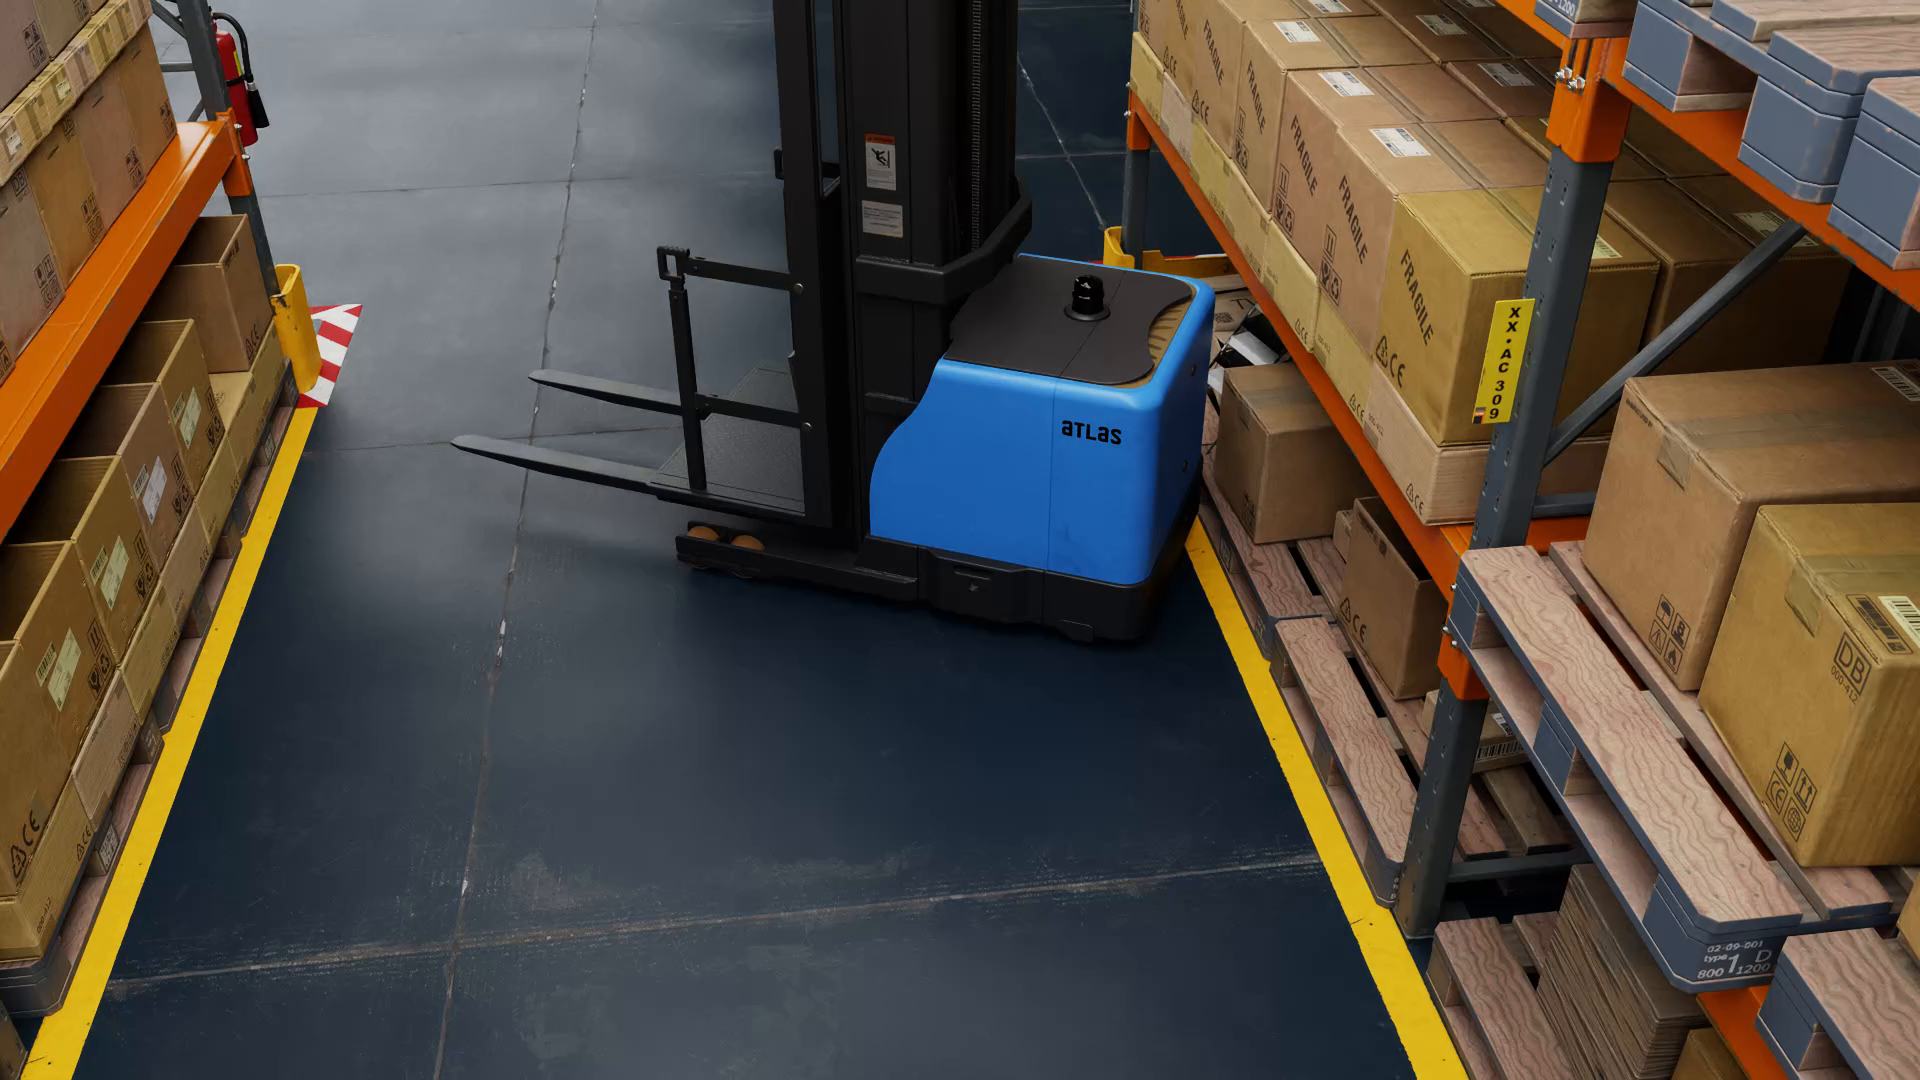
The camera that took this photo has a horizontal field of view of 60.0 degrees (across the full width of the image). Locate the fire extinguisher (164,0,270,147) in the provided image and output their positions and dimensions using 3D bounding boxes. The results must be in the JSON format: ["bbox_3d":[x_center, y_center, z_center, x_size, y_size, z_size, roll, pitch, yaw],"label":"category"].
[{"bbox_3d":[-3.178,-2.031,7.135,0.296,0.674,0.183,-4,35,-6],"label":"fire extinguisher"}]

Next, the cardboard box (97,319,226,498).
[{"bbox_3d":[-3.106,-0.475,6.187,0.500,0.500,0.500,-4,35,-6],"label":"cardboard box"}]

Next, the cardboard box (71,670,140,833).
[{"bbox_3d":[-2.908,0.672,5.169,0.500,0.250,0.500,-4,35,-6],"label":"cardboard box"}]

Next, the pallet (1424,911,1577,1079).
[{"bbox_3d":[1.930,1.480,4.391,1.003,0.211,1.213,-4,35,-6],"label":"pallet"}]

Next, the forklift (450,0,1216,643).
[{"bbox_3d":[-0.594,-1.328,6.096,3.031,2.935,1.130,11,36,16],"label":"forklift"}]

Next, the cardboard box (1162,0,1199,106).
[{"bbox_3d":[1.109,-2.029,6.514,0.500,0.500,0.500,-4,35,-6],"label":"cardboard box"}]

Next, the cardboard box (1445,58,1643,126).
[{"bbox_3d":[1.840,-1.209,5.309,0.500,0.500,0.500,-3,34,-5],"label":"cardboard box"}]

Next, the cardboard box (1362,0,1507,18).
[{"bbox_3d":[1.692,-1.778,6.146,0.500,0.500,0.500,-5,35,-8],"label":"cardboard box"}]

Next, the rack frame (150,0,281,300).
[{"bbox_3d":[-3.622,-1.962,6.965,1.000,3.000,0.127,-4,35,-6],"label":"rack frame"}]

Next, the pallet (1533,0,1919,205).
[{"bbox_3d":[1.801,-0.916,2.934,1.213,0.211,1.003,-4,35,-6],"label":"pallet"}]

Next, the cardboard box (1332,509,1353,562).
[{"bbox_3d":[1.629,-0.005,6.234,0.380,0.149,0.250,-7,35,-10],"label":"cardboard box"}]

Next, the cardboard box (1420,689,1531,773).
[{"bbox_3d":[1.722,0.586,5.352,0.380,0.166,0.250,-9,35,-13],"label":"cardboard box"}]

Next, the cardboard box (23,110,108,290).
[{"bbox_3d":[-3.436,-1.171,5.717,0.700,0.500,0.500,-4,34,-6],"label":"cardboard box"}]

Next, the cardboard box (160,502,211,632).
[{"bbox_3d":[-3.044,0.114,5.988,0.500,0.250,0.500,-4,35,-6],"label":"cardboard box"}]

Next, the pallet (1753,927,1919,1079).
[{"bbox_3d":[2.055,1.103,2.638,1.003,0.211,1.213,-4,35,-6],"label":"pallet"}]

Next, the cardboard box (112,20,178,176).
[{"bbox_3d":[-3.572,-1.742,6.553,0.700,0.500,0.500,-4,35,-6],"label":"cardboard box"}]

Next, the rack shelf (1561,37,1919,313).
[{"bbox_3d":[2.093,0.067,1.963,1.077,0.370,4.000,-4,35,-6],"label":"rack shelf"}]

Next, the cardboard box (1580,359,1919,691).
[{"bbox_3d":[1.859,-0.043,3.671,0.700,0.500,0.500,-4,35,-6],"label":"cardboard box"}]

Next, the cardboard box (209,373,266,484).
[{"bbox_3d":[-3.178,-0.444,6.807,0.500,0.250,0.500,-4,35,-6],"label":"cardboard box"}]

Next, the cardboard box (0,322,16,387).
[{"bbox_3d":[-3.291,-0.592,4.867,0.700,0.500,0.500,-4,34,-6],"label":"cardboard box"}]

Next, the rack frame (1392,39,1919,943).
[{"bbox_3d":[1.824,-0.107,4.243,1.000,3.000,0.127,-4,35,-6],"label":"rack frame"}]

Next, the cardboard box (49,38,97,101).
[{"bbox_3d":[-3.279,-1.643,5.833,0.380,0.149,0.250,-4,34,-6],"label":"cardboard box"}]

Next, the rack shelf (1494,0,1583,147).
[{"bbox_3d":[1.555,-2.165,5.239,1.077,0.370,4.000,-4,35,-6],"label":"rack shelf"}]

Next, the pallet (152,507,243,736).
[{"bbox_3d":[-3.317,0.293,6.132,1.003,0.211,1.213,-4,35,-6],"label":"pallet"}]

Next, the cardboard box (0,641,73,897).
[{"bbox_3d":[-2.836,0.641,4.549,0.500,0.500,0.500,-4,35,-6],"label":"cardboard box"}]

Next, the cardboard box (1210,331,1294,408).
[{"bbox_3d":[1.366,-0.699,7.109,0.500,0.311,0.500,-2,34,-2],"label":"cardboard box"}]

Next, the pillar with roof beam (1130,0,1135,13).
[{"bbox_3d":[-2.836,-7.515,9.787,9.100,9.000,0.400,-4,35,-6],"label":"pillar with roof beam"}]

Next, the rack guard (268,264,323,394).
[{"bbox_3d":[-3.626,-0.942,7.689,1.175,0.500,0.348,-4,35,-6],"label":"rack guard"}]

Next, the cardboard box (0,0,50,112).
[{"bbox_3d":[-3.420,-1.674,5.302,0.700,0.500,0.500,-4,35,-6],"label":"cardboard box"}]

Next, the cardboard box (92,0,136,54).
[{"bbox_3d":[-3.346,-1.926,6.248,0.380,0.149,0.250,-4,34,-5],"label":"cardboard box"}]

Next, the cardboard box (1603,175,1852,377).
[{"bbox_3d":[1.968,-0.641,4.477,0.500,0.500,0.500,-5,35,-7],"label":"cardboard box"}]

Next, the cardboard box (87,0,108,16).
[{"bbox_3d":[-3.565,-2.248,6.145,0.700,0.500,0.500,-4,35,-6],"label":"cardboard box"}]

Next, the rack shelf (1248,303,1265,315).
[{"bbox_3d":[1.277,-0.874,6.581,0.200,0.077,0.258,42,28,13],"label":"rack shelf"}]

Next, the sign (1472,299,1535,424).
[{"bbox_3d":[1.287,-0.419,3.933,0.100,0.325,0.005,-4,35,-6],"label":"sign"}]

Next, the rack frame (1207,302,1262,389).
[{"bbox_3d":[1.129,-0.833,6.671,0.006,0.900,0.240,42,28,13],"label":"rack frame"}]

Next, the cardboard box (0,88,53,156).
[{"bbox_3d":[-3.207,-1.350,5.402,0.380,0.149,0.250,-3,34,-5],"label":"cardboard box"}]

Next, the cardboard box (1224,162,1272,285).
[{"bbox_3d":[1.249,-1.133,5.865,0.500,0.250,0.500,-4,34,-6],"label":"cardboard box"}]

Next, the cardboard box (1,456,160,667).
[{"bbox_3d":[-2.971,0.083,5.368,0.500,0.500,0.500,-4,35,-6],"label":"cardboard box"}]

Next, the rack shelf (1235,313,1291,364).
[{"bbox_3d":[1.232,-0.809,6.622,0.200,0.077,0.258,42,28,13],"label":"rack shelf"}]

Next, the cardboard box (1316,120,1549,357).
[{"bbox_3d":[1.381,-0.882,4.830,0.500,0.500,0.500,-5,35,-7],"label":"cardboard box"}]

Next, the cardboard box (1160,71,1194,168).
[{"bbox_3d":[1.121,-1.700,6.697,0.500,0.250,0.500,-5,35,-8],"label":"cardboard box"}]

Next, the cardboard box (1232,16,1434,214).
[{"bbox_3d":[1.253,-1.454,5.669,0.500,0.500,0.500,-3,34,-5],"label":"cardboard box"}]

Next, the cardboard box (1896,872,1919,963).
[{"bbox_3d":[2.046,0.634,2.677,0.700,0.500,0.500,0,34,0],"label":"cardboard box"}]

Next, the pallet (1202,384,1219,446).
[{"bbox_3d":[1.370,-0.688,7.573,1.003,0.211,1.213,-4,35,-6],"label":"pallet"}]

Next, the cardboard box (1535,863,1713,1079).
[{"bbox_3d":[1.939,1.154,4.222,0.700,0.500,0.500,-3,34,-5],"label":"cardboard box"}]

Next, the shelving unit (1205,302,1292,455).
[{"bbox_3d":[1.203,-0.767,6.648,0.210,0.900,0.258,42,28,13],"label":"shelving unit"}]

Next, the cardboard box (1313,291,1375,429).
[{"bbox_3d":[1.401,-0.573,5.043,0.500,0.250,0.500,-4,35,-6],"label":"cardboard box"}]
